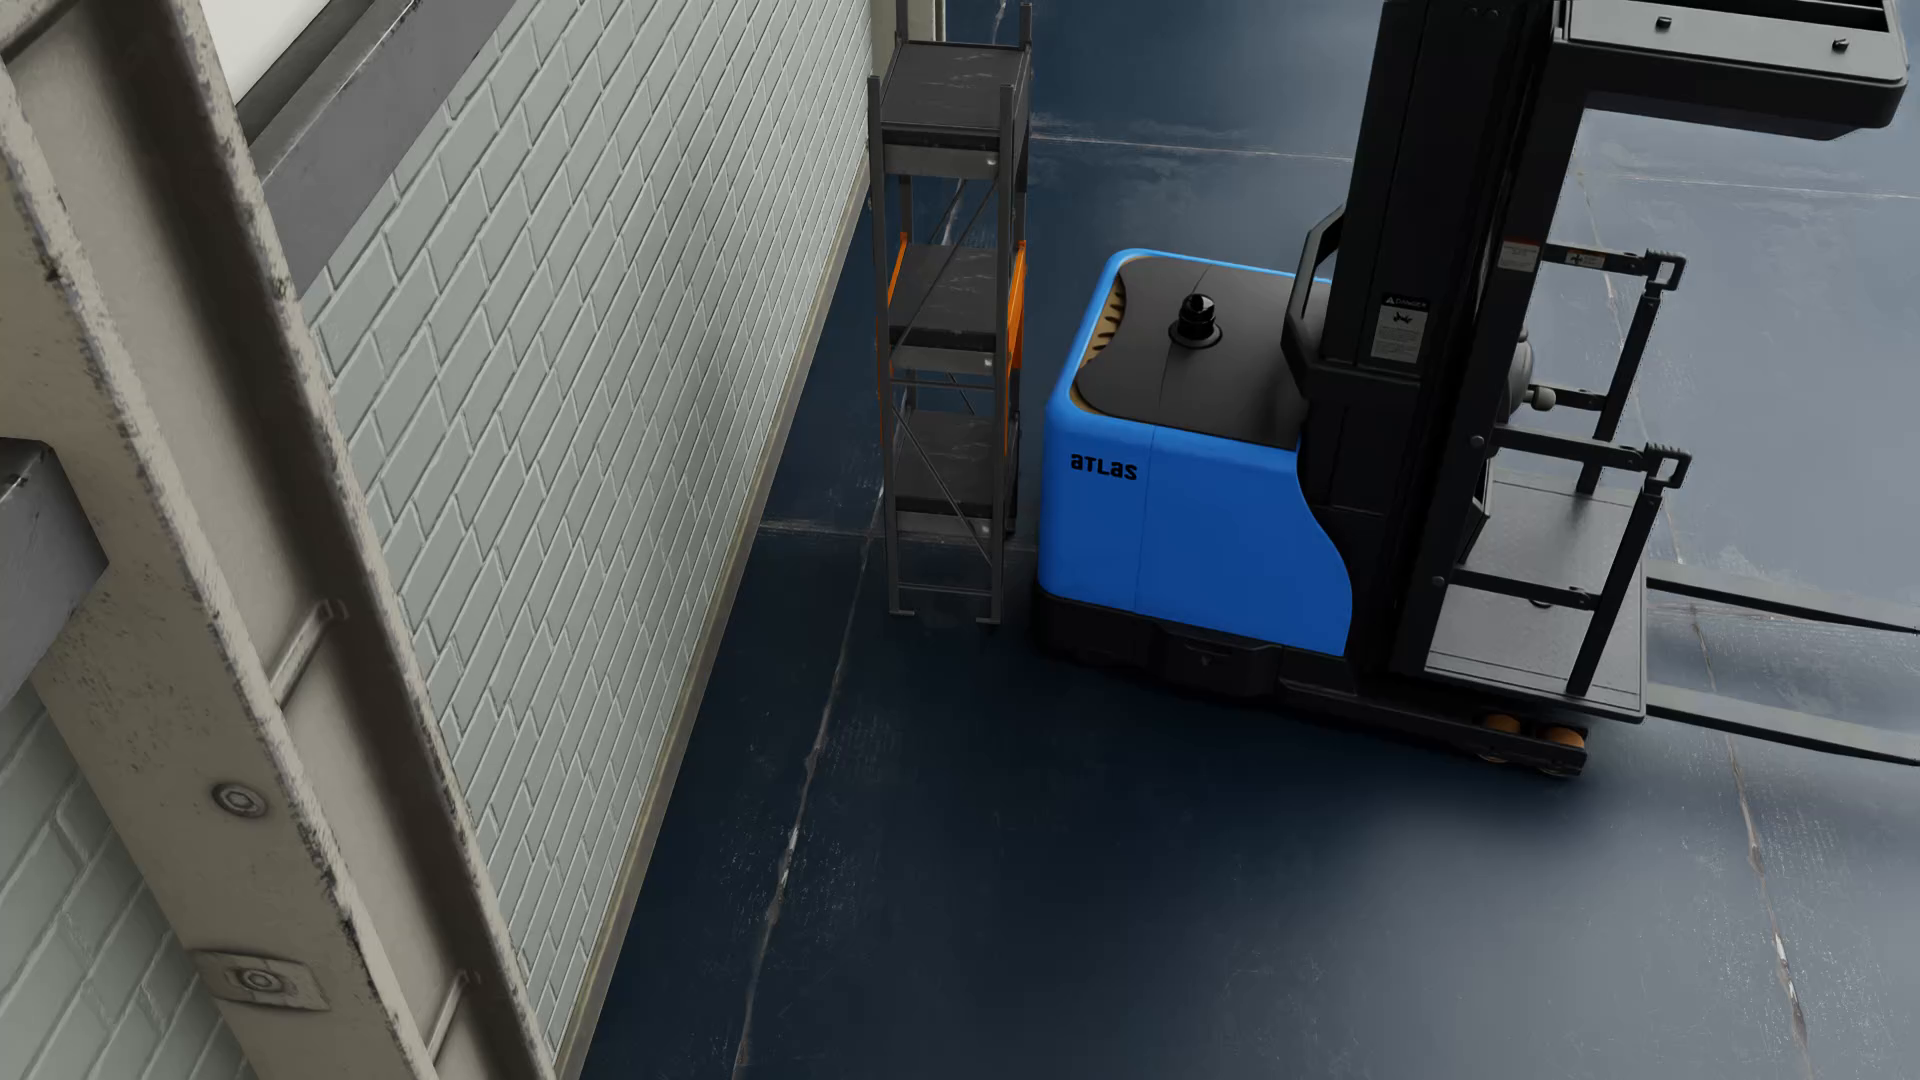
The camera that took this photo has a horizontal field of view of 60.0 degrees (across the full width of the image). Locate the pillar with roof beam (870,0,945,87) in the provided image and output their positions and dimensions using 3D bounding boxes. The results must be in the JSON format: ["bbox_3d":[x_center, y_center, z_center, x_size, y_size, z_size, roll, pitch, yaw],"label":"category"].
[{"bbox_3d":[4.016,-4.966,4.950,9.100,9.000,0.400,5,44,6],"label":"pillar with roof beam"}]

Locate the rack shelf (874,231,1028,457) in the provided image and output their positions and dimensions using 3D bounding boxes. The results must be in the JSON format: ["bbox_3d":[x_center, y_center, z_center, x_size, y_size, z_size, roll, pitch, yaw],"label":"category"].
[{"bbox_3d":[-0.022,-0.640,5.418,0.431,0.518,0.480,5,44,6],"label":"rack shelf"}]

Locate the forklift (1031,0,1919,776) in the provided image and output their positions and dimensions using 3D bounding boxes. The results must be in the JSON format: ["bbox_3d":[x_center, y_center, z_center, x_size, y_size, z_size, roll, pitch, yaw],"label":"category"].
[{"bbox_3d":[1.824,-0.704,4.862,3.031,2.935,1.130,12,45,12],"label":"forklift"}]

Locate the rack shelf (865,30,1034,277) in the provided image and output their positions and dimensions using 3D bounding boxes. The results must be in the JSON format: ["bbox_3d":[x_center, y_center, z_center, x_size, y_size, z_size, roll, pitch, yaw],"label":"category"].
[{"bbox_3d":[-0.022,-1.148,4.937,0.431,0.518,0.480,5,44,6],"label":"rack shelf"}]

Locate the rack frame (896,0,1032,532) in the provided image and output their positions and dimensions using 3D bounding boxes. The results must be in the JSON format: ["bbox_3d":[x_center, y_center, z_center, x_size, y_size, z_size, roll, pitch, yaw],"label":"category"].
[{"bbox_3d":[0.010,-0.816,5.585,0.400,2.100,0.015,5,44,6],"label":"rack frame"}]

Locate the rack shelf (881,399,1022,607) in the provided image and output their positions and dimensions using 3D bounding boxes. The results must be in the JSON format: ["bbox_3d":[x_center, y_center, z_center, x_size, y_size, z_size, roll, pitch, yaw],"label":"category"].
[{"bbox_3d":[-0.022,-0.131,5.900,0.431,0.518,0.480,5,44,6],"label":"rack shelf"}]

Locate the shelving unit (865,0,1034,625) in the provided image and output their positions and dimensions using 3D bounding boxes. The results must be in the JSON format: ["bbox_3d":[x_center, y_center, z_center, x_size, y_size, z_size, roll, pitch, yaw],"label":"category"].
[{"bbox_3d":[-0.022,-0.650,5.409,0.431,2.100,0.503,5,44,6],"label":"shelving unit"}]

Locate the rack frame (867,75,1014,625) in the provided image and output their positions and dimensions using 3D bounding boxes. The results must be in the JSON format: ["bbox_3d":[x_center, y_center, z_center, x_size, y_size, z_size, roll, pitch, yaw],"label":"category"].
[{"bbox_3d":[-0.054,-0.483,5.233,0.400,2.100,0.015,5,44,6],"label":"rack frame"}]
